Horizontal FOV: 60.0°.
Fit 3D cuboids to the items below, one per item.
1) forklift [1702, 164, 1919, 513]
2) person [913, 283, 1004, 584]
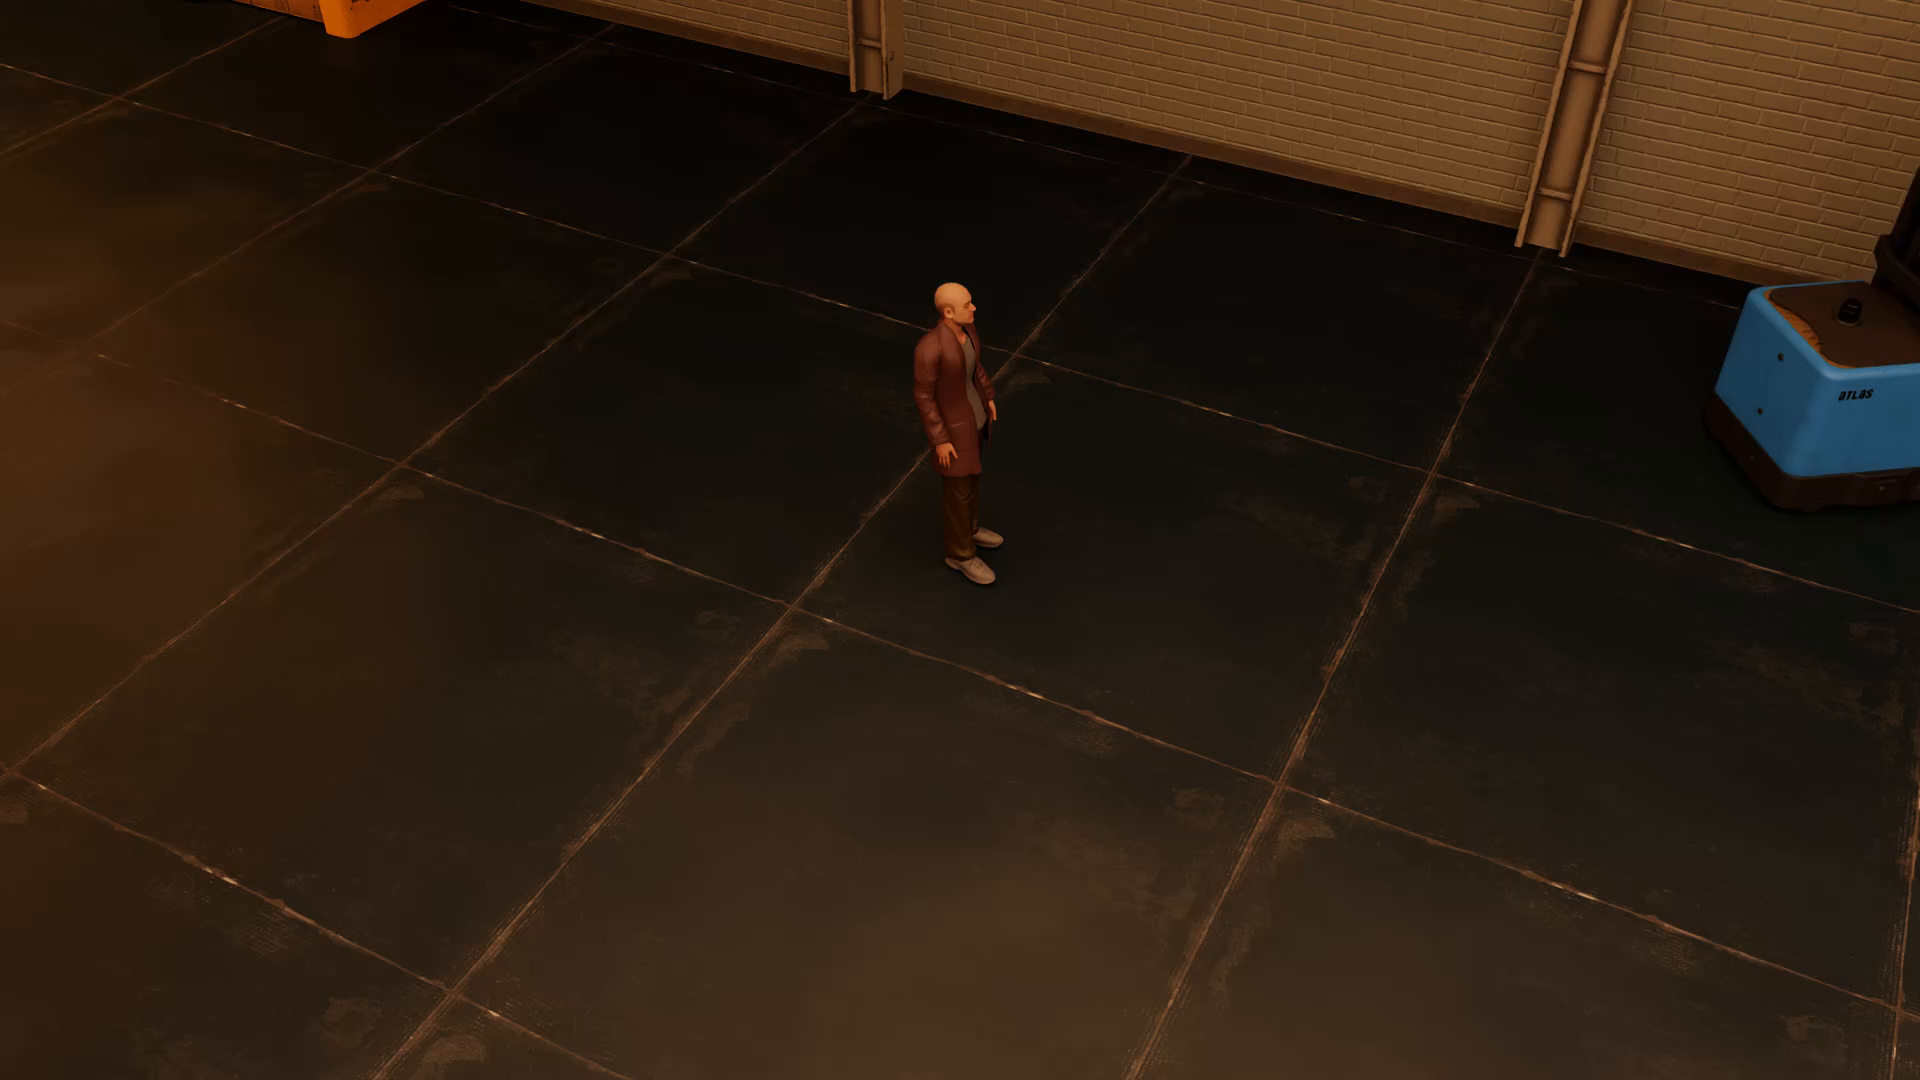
[{"bbox_3d":[6.512,-1.720,10.029,3.031,2.935,1.130,-5,40,-6],"label":"forklift"},{"bbox_3d":[0.078,-0.656,9.649,0.582,1.776,0.696,18,43,21],"label":"person"}]
